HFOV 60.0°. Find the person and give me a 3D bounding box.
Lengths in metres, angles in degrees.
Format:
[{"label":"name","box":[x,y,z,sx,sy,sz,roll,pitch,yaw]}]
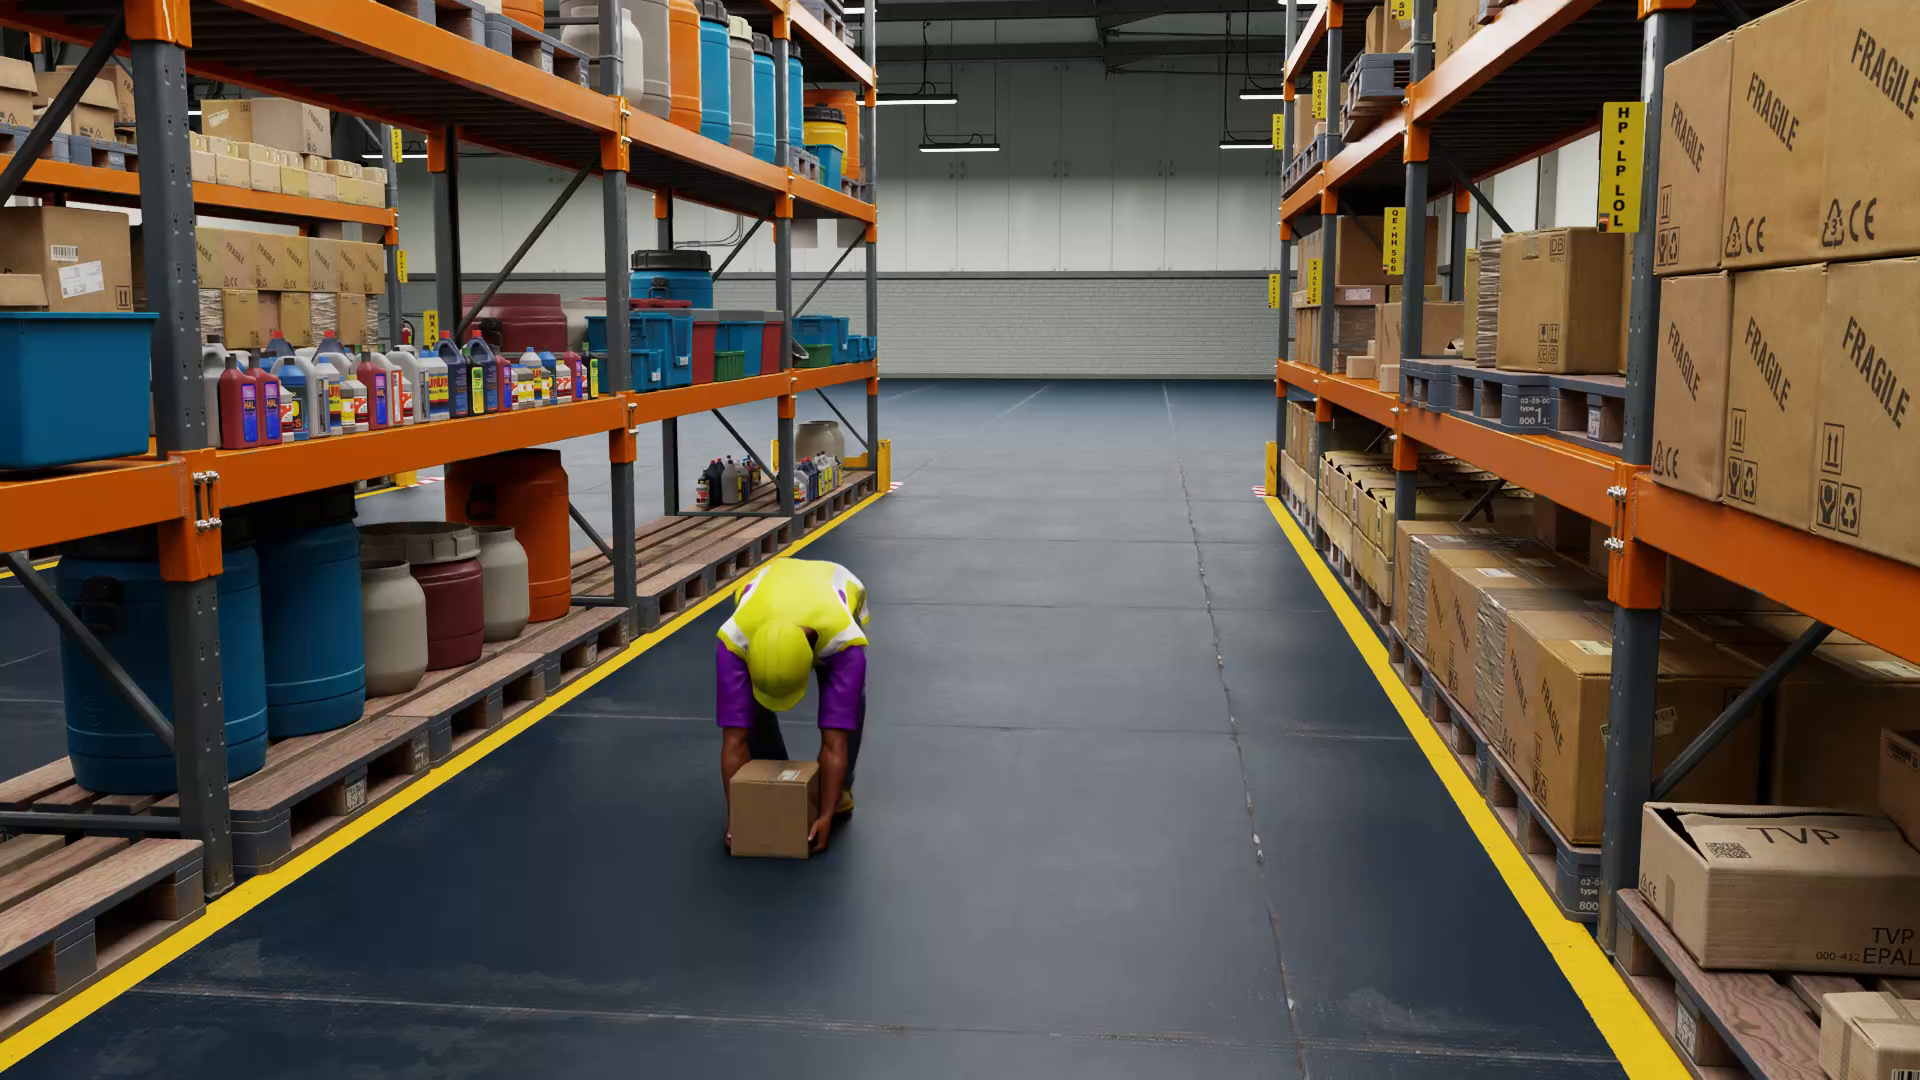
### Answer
[{"label":"person","box":[-0.550,0.532,5.654,0.513,0.885,0.979,1,8,4]}]
